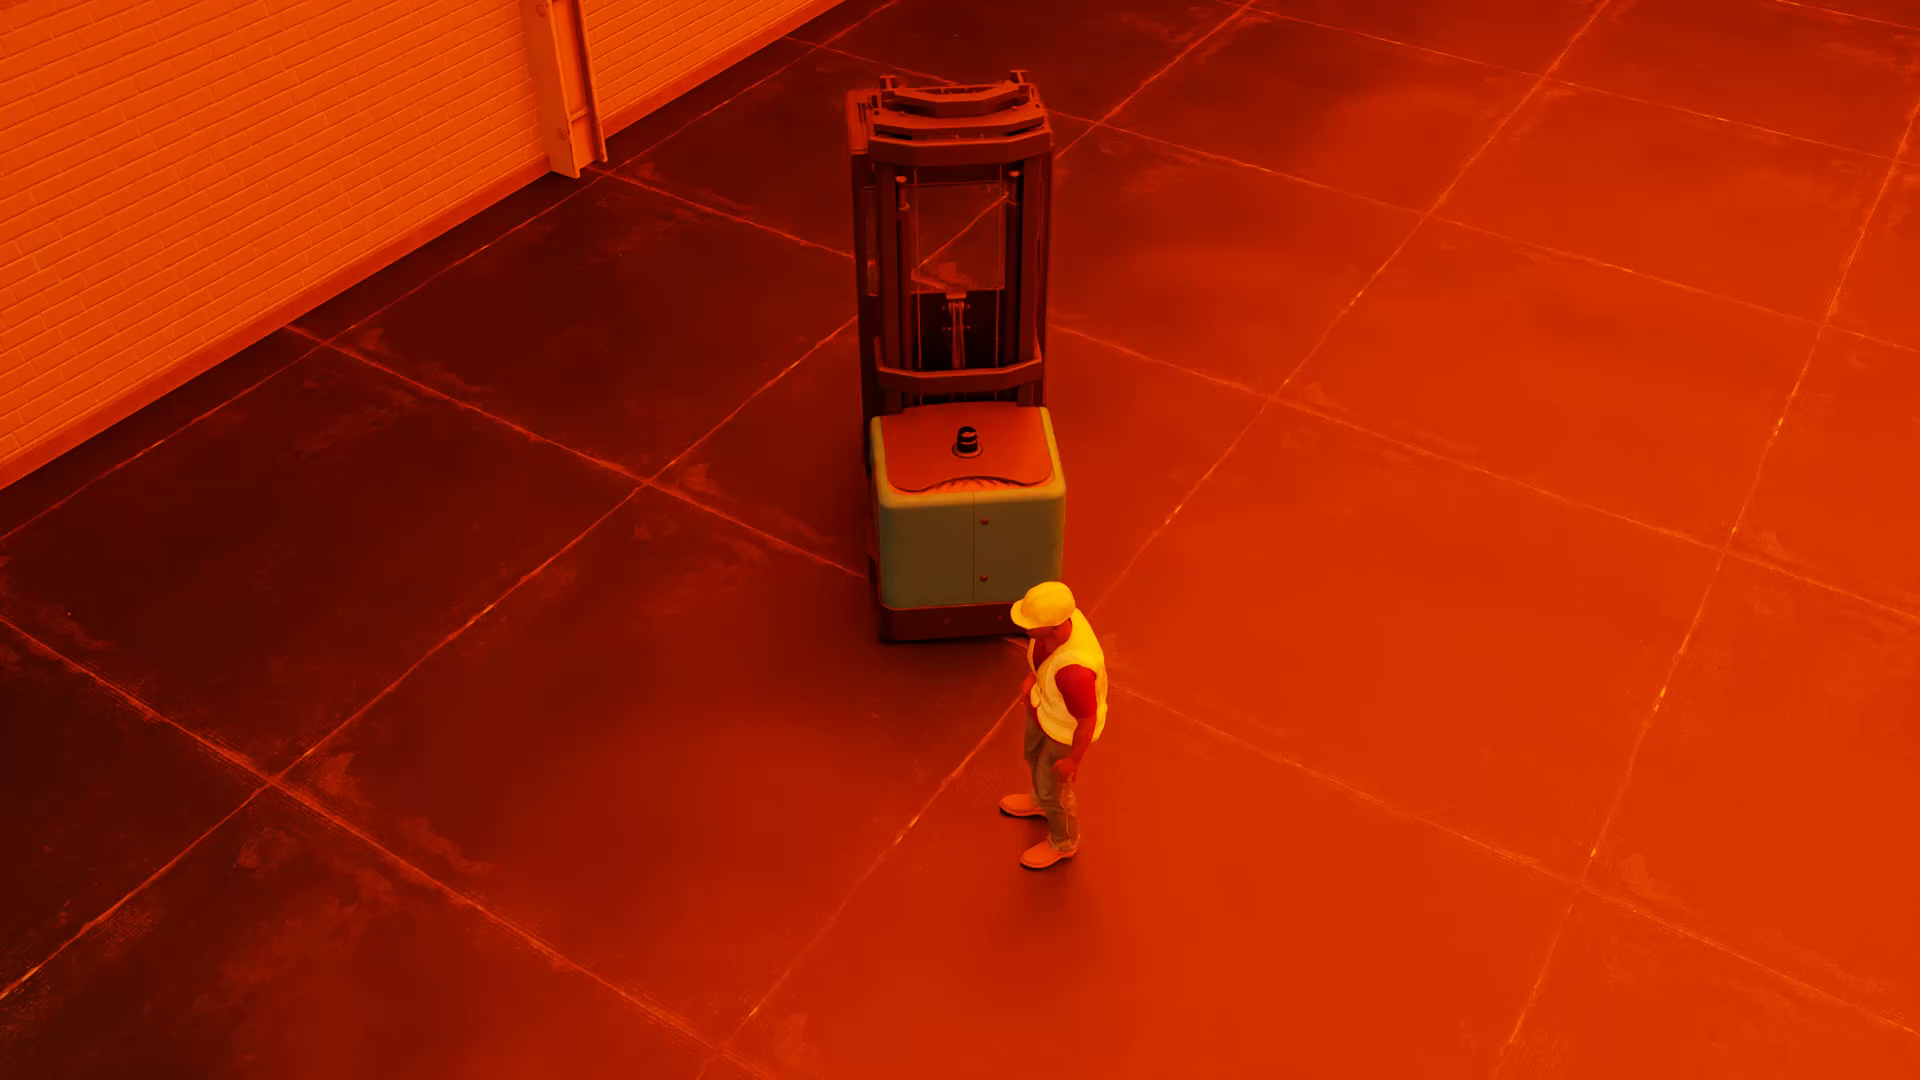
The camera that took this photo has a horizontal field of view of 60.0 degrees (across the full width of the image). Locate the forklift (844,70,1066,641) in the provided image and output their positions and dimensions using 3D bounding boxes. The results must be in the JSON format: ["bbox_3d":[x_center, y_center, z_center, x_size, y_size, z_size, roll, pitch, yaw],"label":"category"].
[{"bbox_3d":[-0.071,-1.490,9.725,1.130,2.935,3.031,-4,40,-4],"label":"forklift"}]

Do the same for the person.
[{"bbox_3d":[0.442,0.845,7.879,0.460,1.759,0.629,-10,41,-12],"label":"person"}]
